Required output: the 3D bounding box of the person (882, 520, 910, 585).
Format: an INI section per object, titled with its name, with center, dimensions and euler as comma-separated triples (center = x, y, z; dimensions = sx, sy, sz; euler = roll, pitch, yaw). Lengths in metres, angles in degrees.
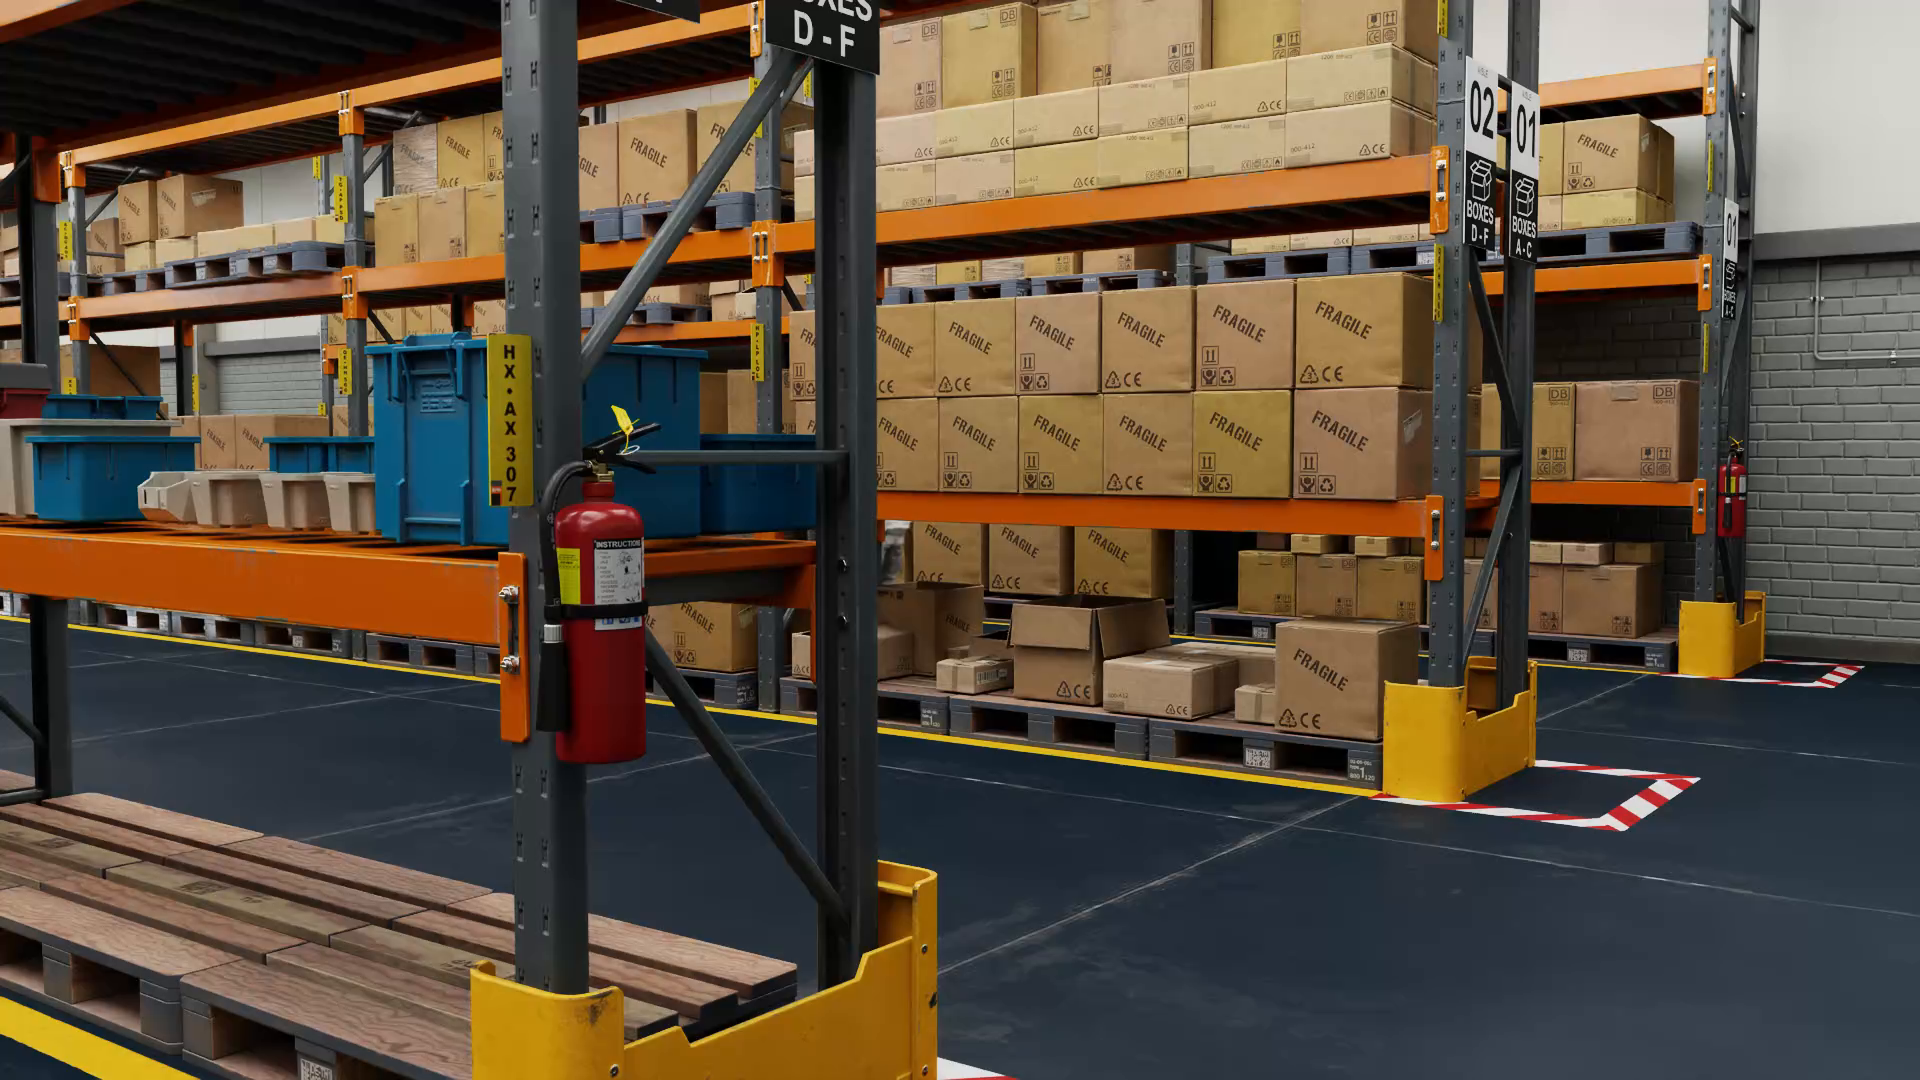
[person]
center = -0.693, -0.043, 12.792
dimensions = 0.592, 1.745, 0.489
euler = 2, 4, 35
